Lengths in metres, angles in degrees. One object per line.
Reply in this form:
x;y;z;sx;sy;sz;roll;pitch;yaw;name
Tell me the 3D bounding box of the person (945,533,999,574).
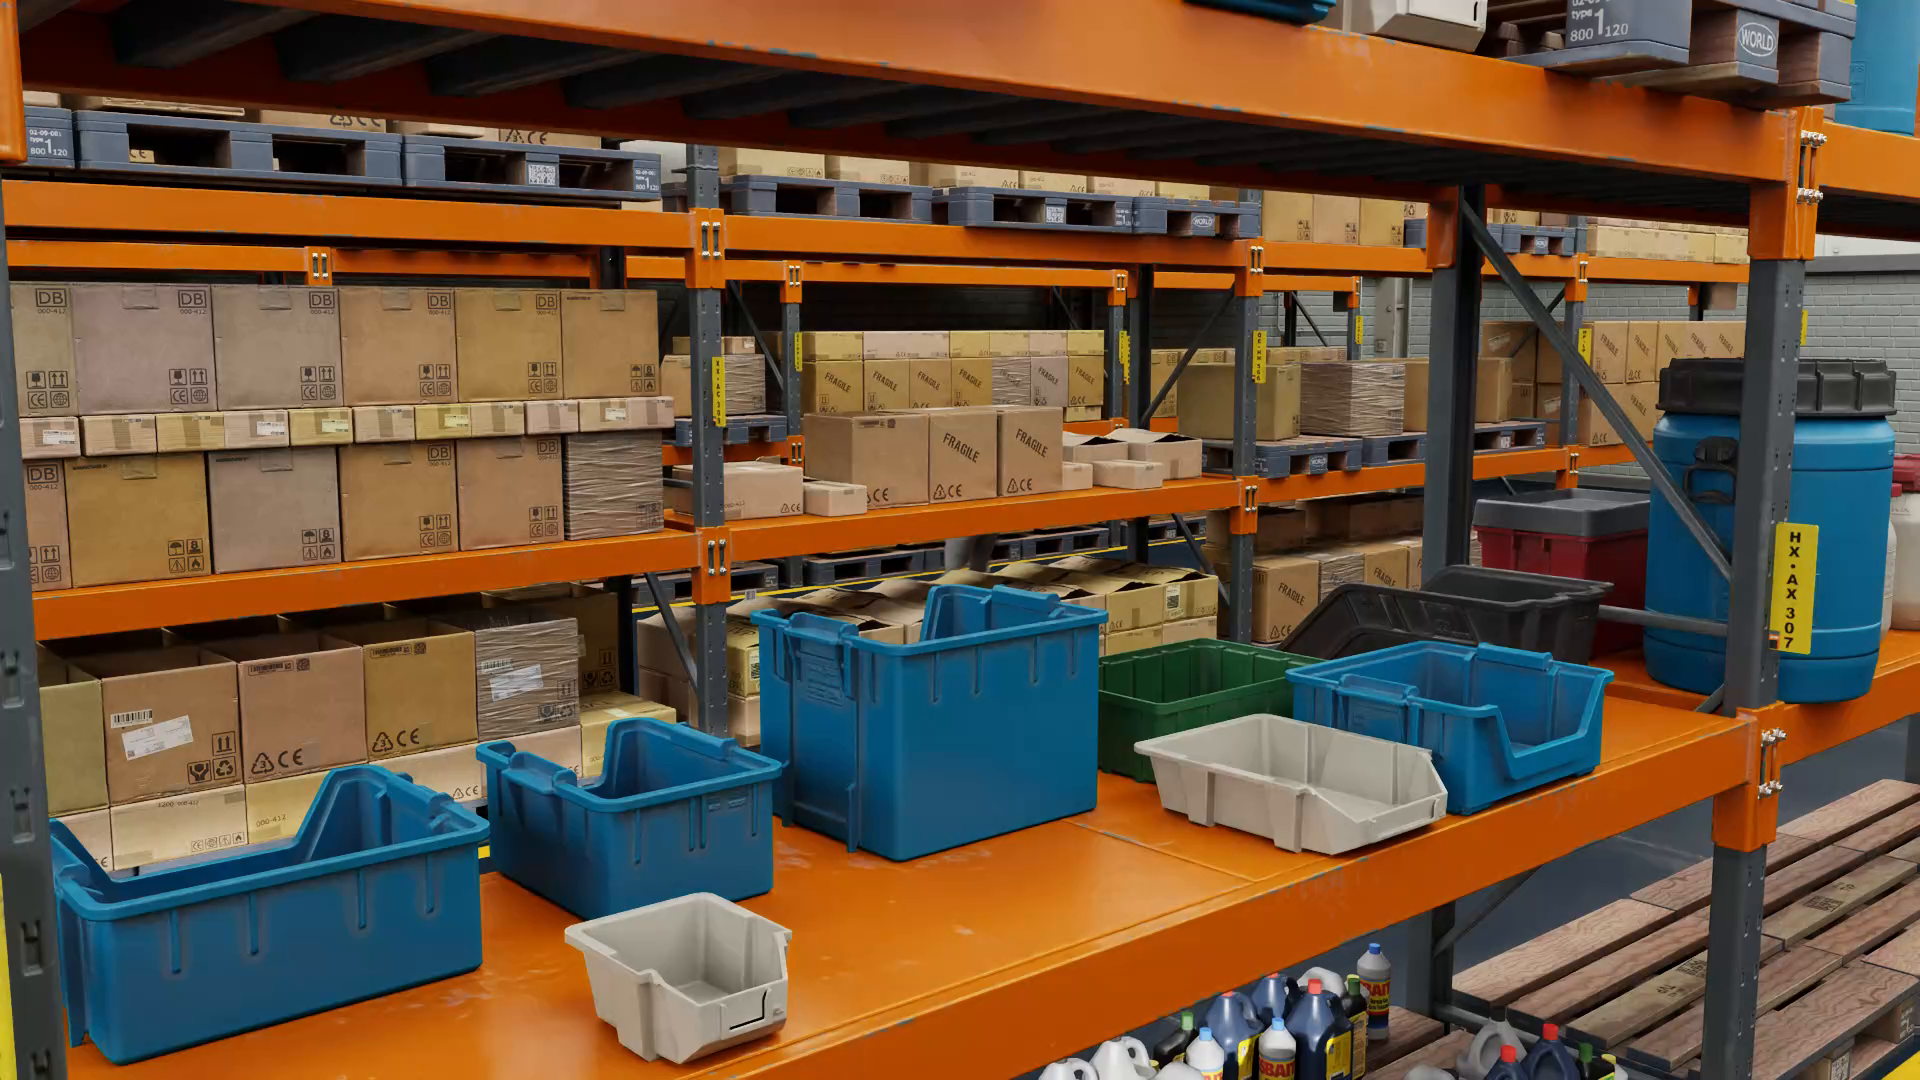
0.040;-0.162;12.562;0.452;1.660;0.560;-7;10;-42;person
